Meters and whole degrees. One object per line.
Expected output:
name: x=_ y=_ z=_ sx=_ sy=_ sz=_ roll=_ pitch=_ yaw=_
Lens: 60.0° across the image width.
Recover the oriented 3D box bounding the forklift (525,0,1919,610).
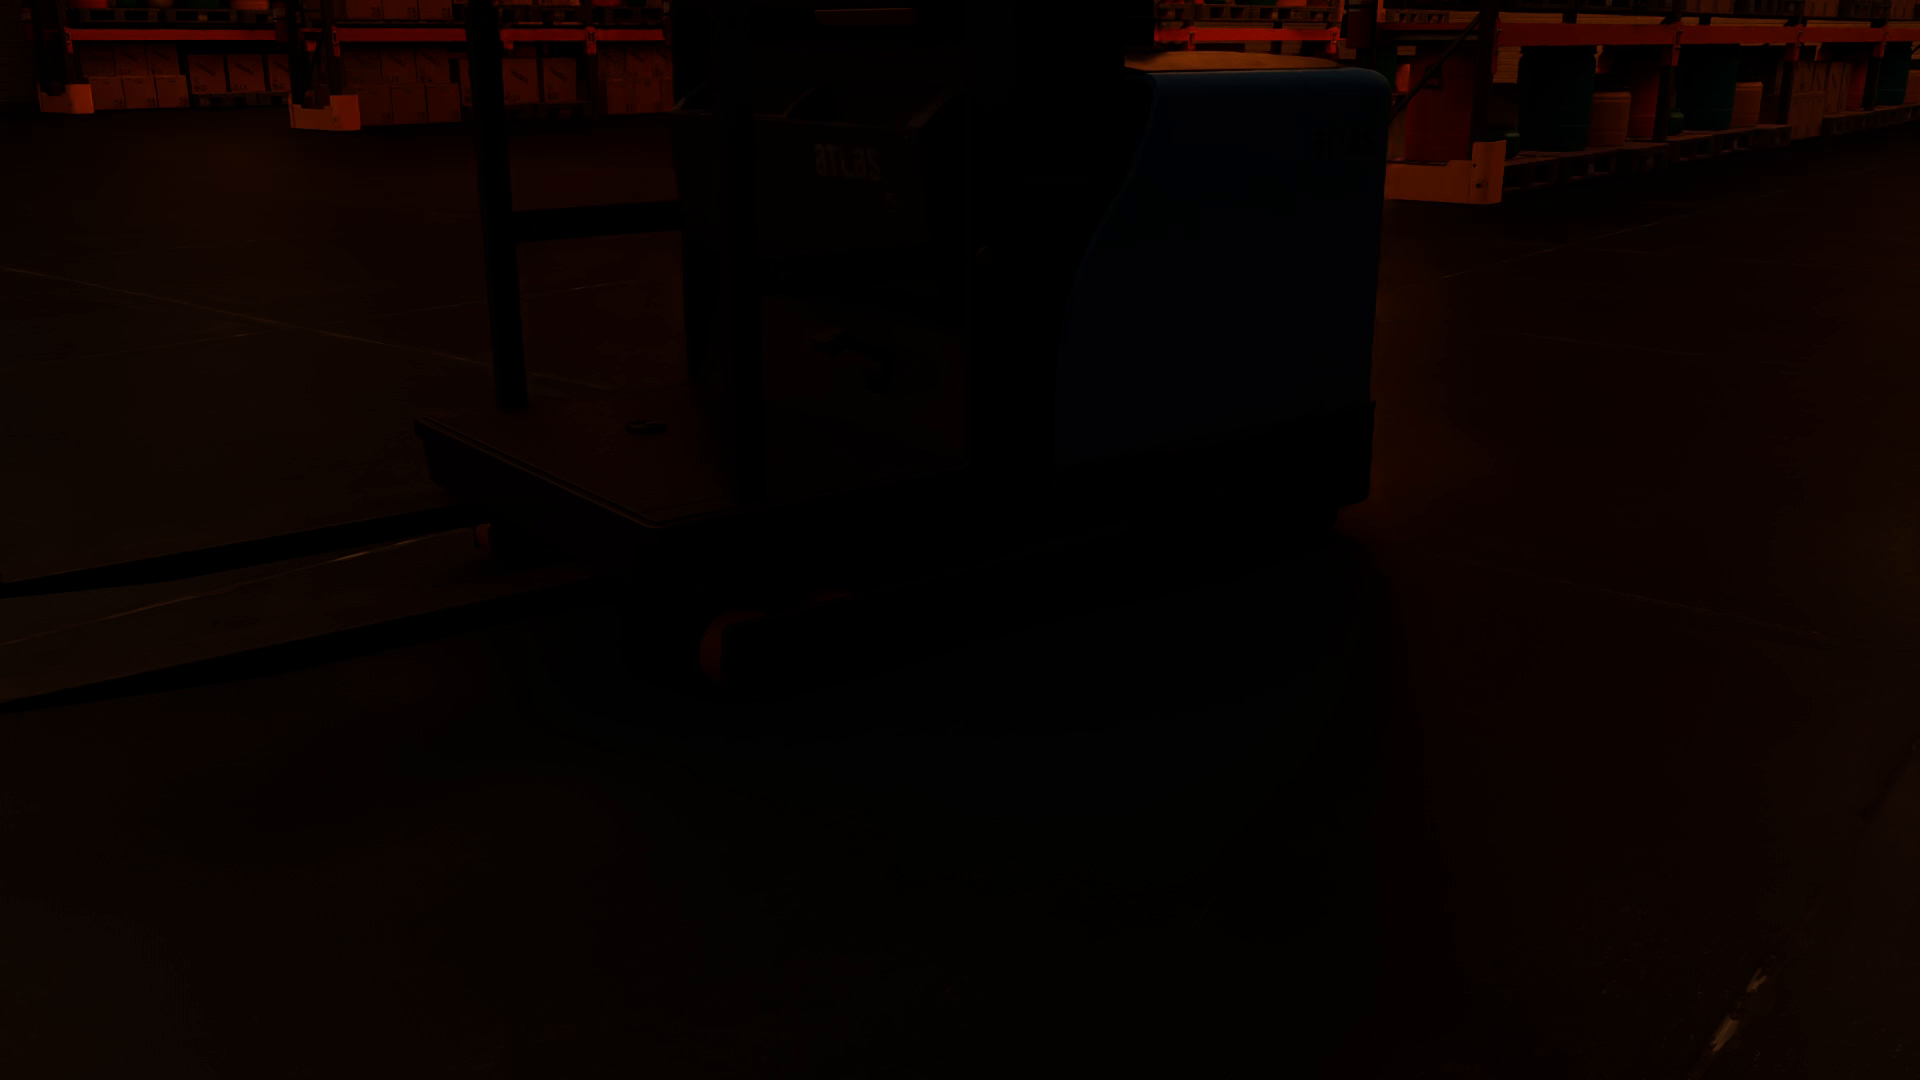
forklift: x=0.646 y=-1.414 z=3.554 sx=3.031 sy=2.935 sz=1.130 roll=0 pitch=17 yaw=1
